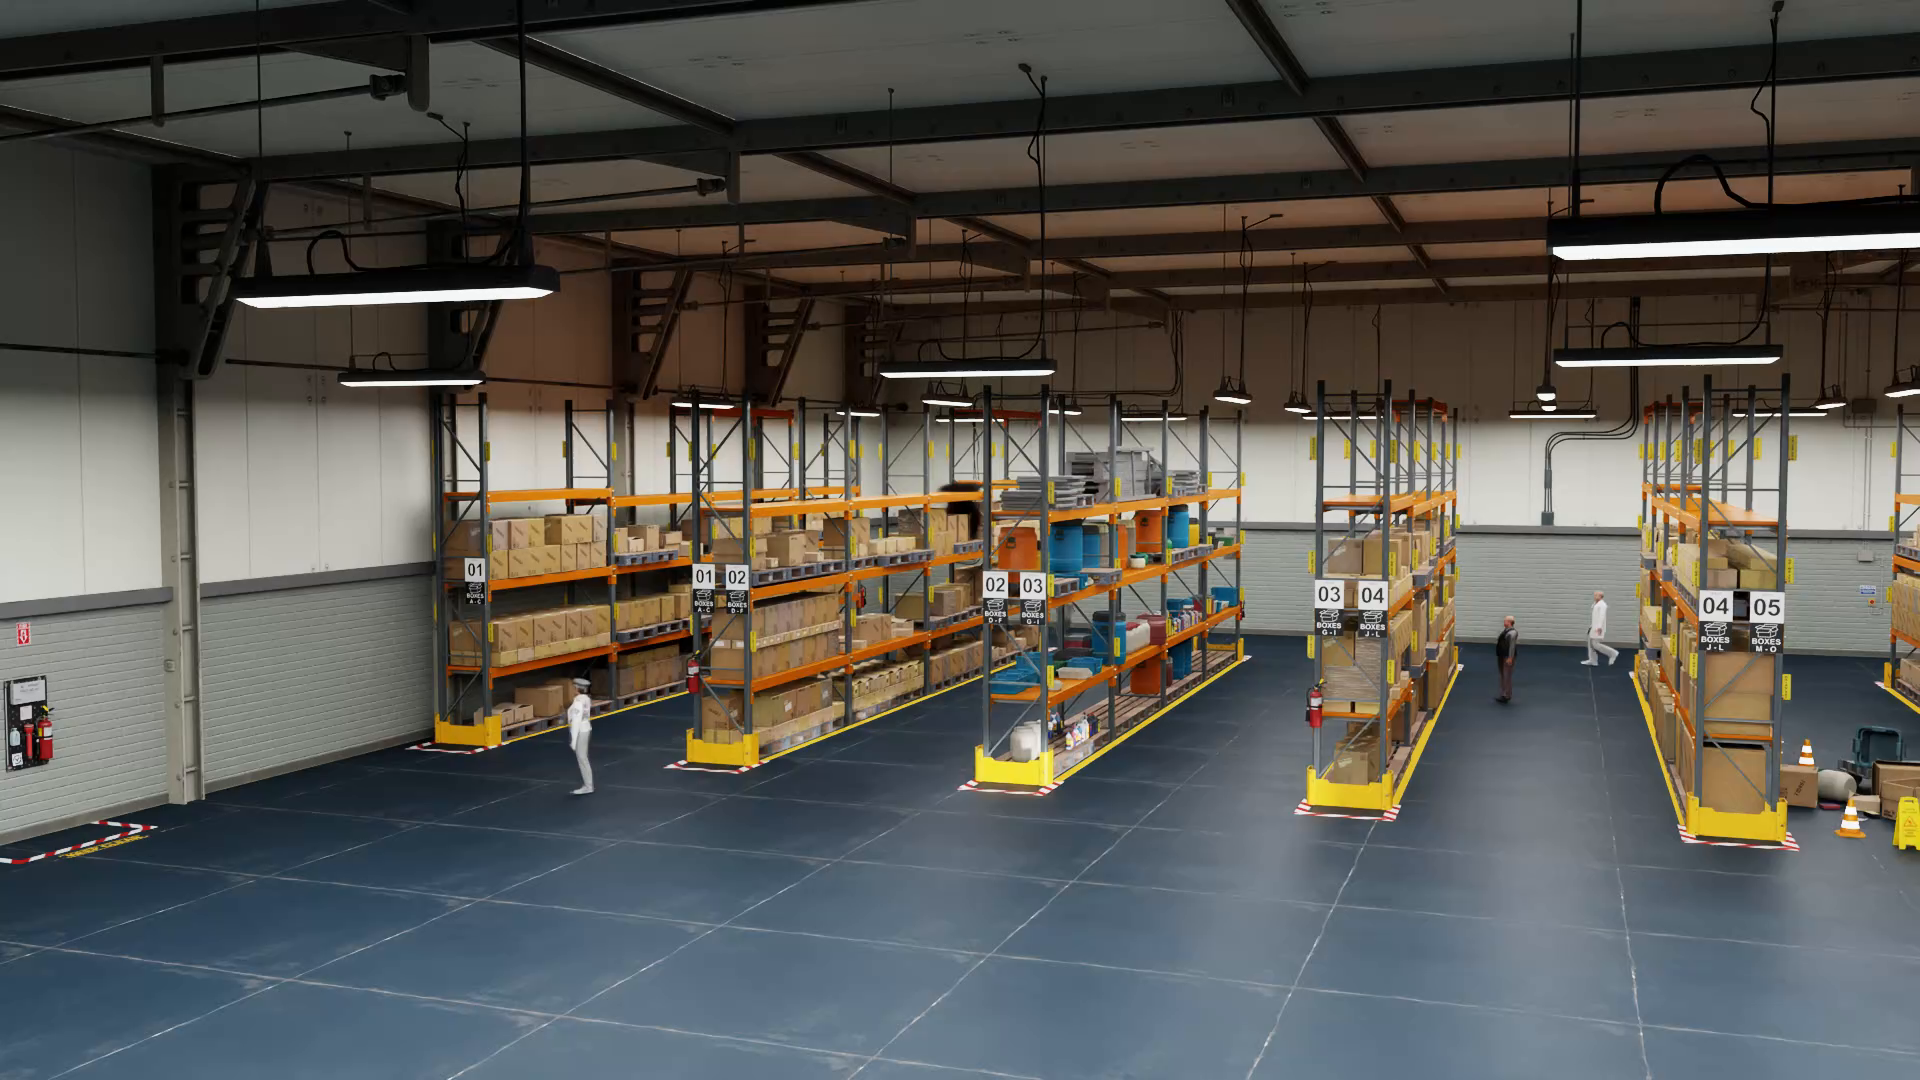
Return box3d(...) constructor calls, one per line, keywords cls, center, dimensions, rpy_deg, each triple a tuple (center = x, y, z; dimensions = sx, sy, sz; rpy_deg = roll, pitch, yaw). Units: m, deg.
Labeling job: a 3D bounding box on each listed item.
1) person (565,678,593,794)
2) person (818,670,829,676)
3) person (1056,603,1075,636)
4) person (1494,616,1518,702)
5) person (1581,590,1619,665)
box3d(cls="person", center=(-5.553, 2.877, 24.318), dimensions=(0.388, 1.720, 0.597), rpy_deg=(0, 3, -1))
box3d(cls="person", center=(-2.855, 2.122, 34.952), dimensions=(0.354, 1.782, 0.607), rpy_deg=(2, 3, 27))
box3d(cls="person", center=(2.840, 1.799, 44.348), dimensions=(0.468, 1.656, 0.445), rpy_deg=(3, 4, 43))
box3d(cls="person", center=(10.907, 2.378, 33.349), dimensions=(0.563, 1.713, 0.533), rpy_deg=(-1, 3, -16))
box3d(cls="person", center=(14.888, 2.053, 38.672), dimensions=(0.801, 1.760, 0.660), rpy_deg=(1, 3, 16))
